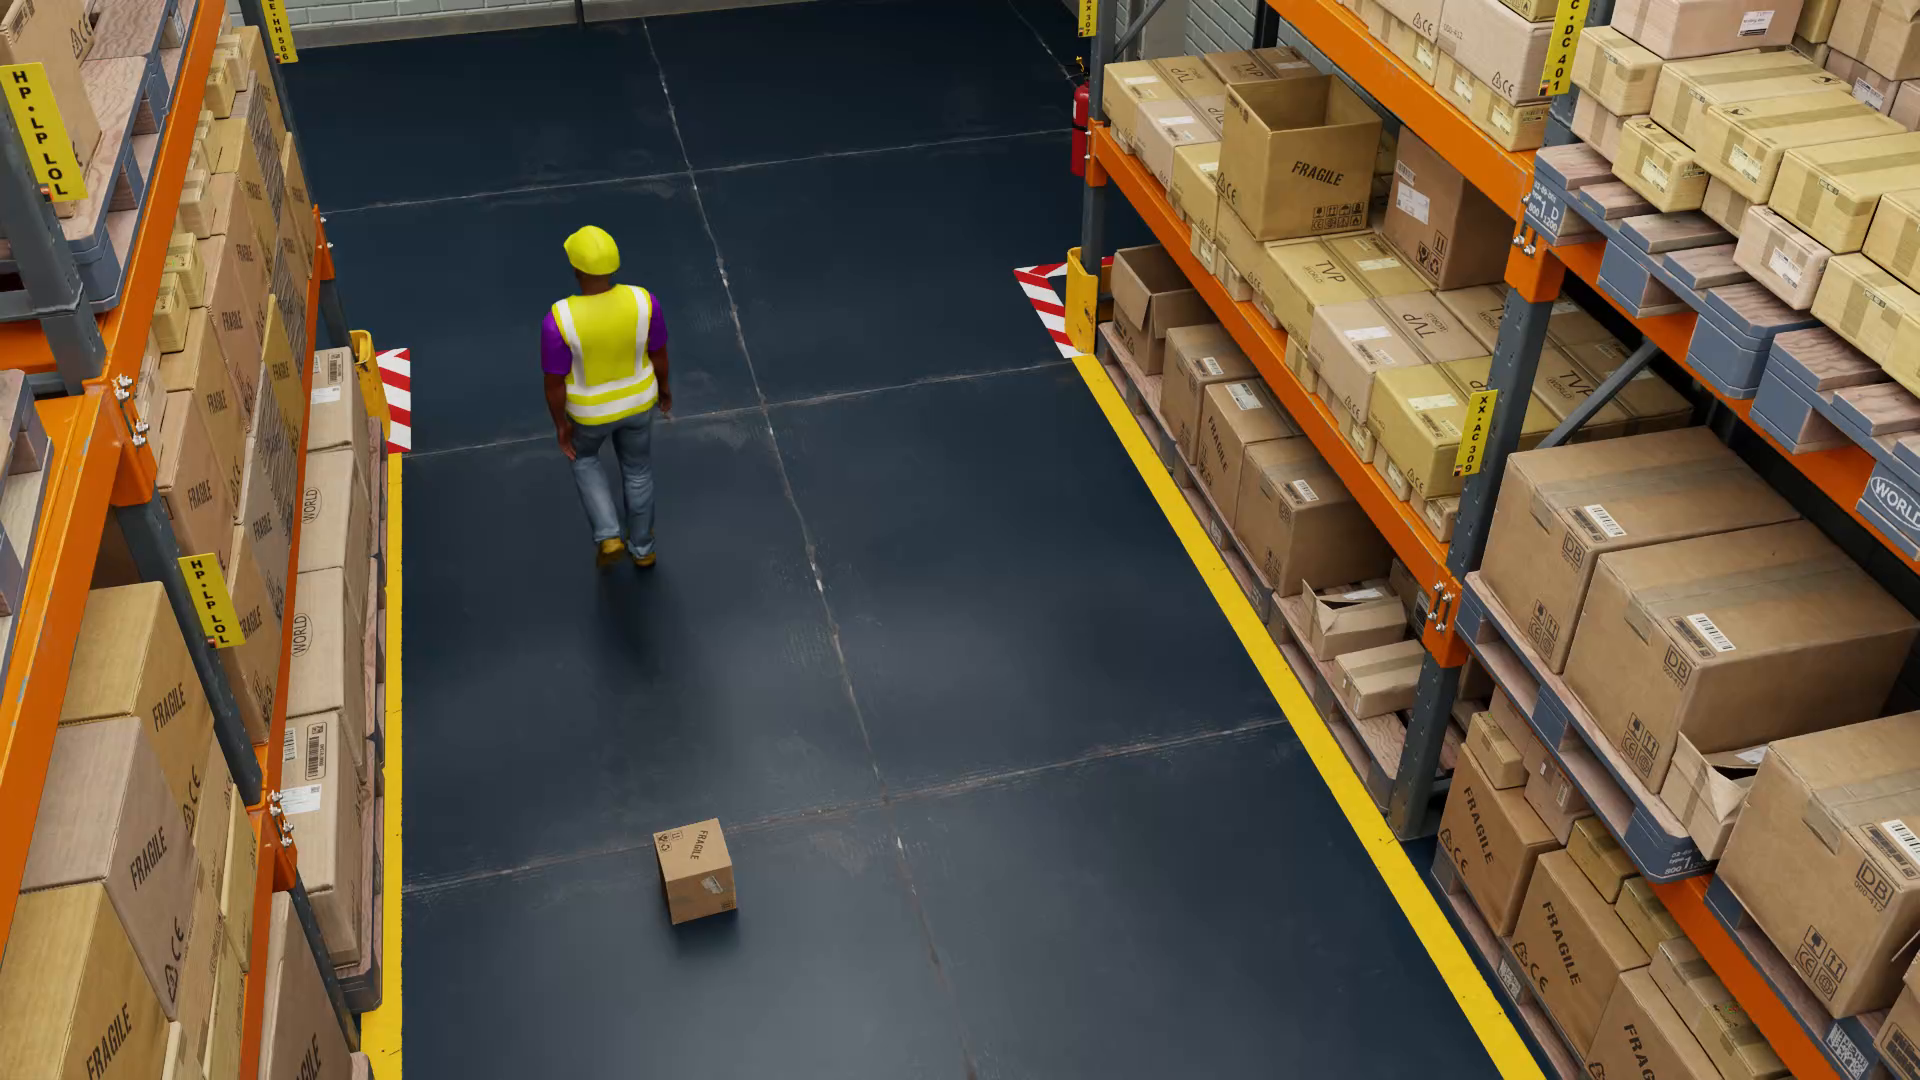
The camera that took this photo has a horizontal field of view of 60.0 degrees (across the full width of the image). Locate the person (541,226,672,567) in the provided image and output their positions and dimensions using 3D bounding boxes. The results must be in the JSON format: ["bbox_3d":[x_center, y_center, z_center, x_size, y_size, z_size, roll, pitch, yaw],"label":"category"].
[{"bbox_3d":[-1.575,-0.629,7.475,0.578,1.773,0.456,-15,40,-18],"label":"person"}]
